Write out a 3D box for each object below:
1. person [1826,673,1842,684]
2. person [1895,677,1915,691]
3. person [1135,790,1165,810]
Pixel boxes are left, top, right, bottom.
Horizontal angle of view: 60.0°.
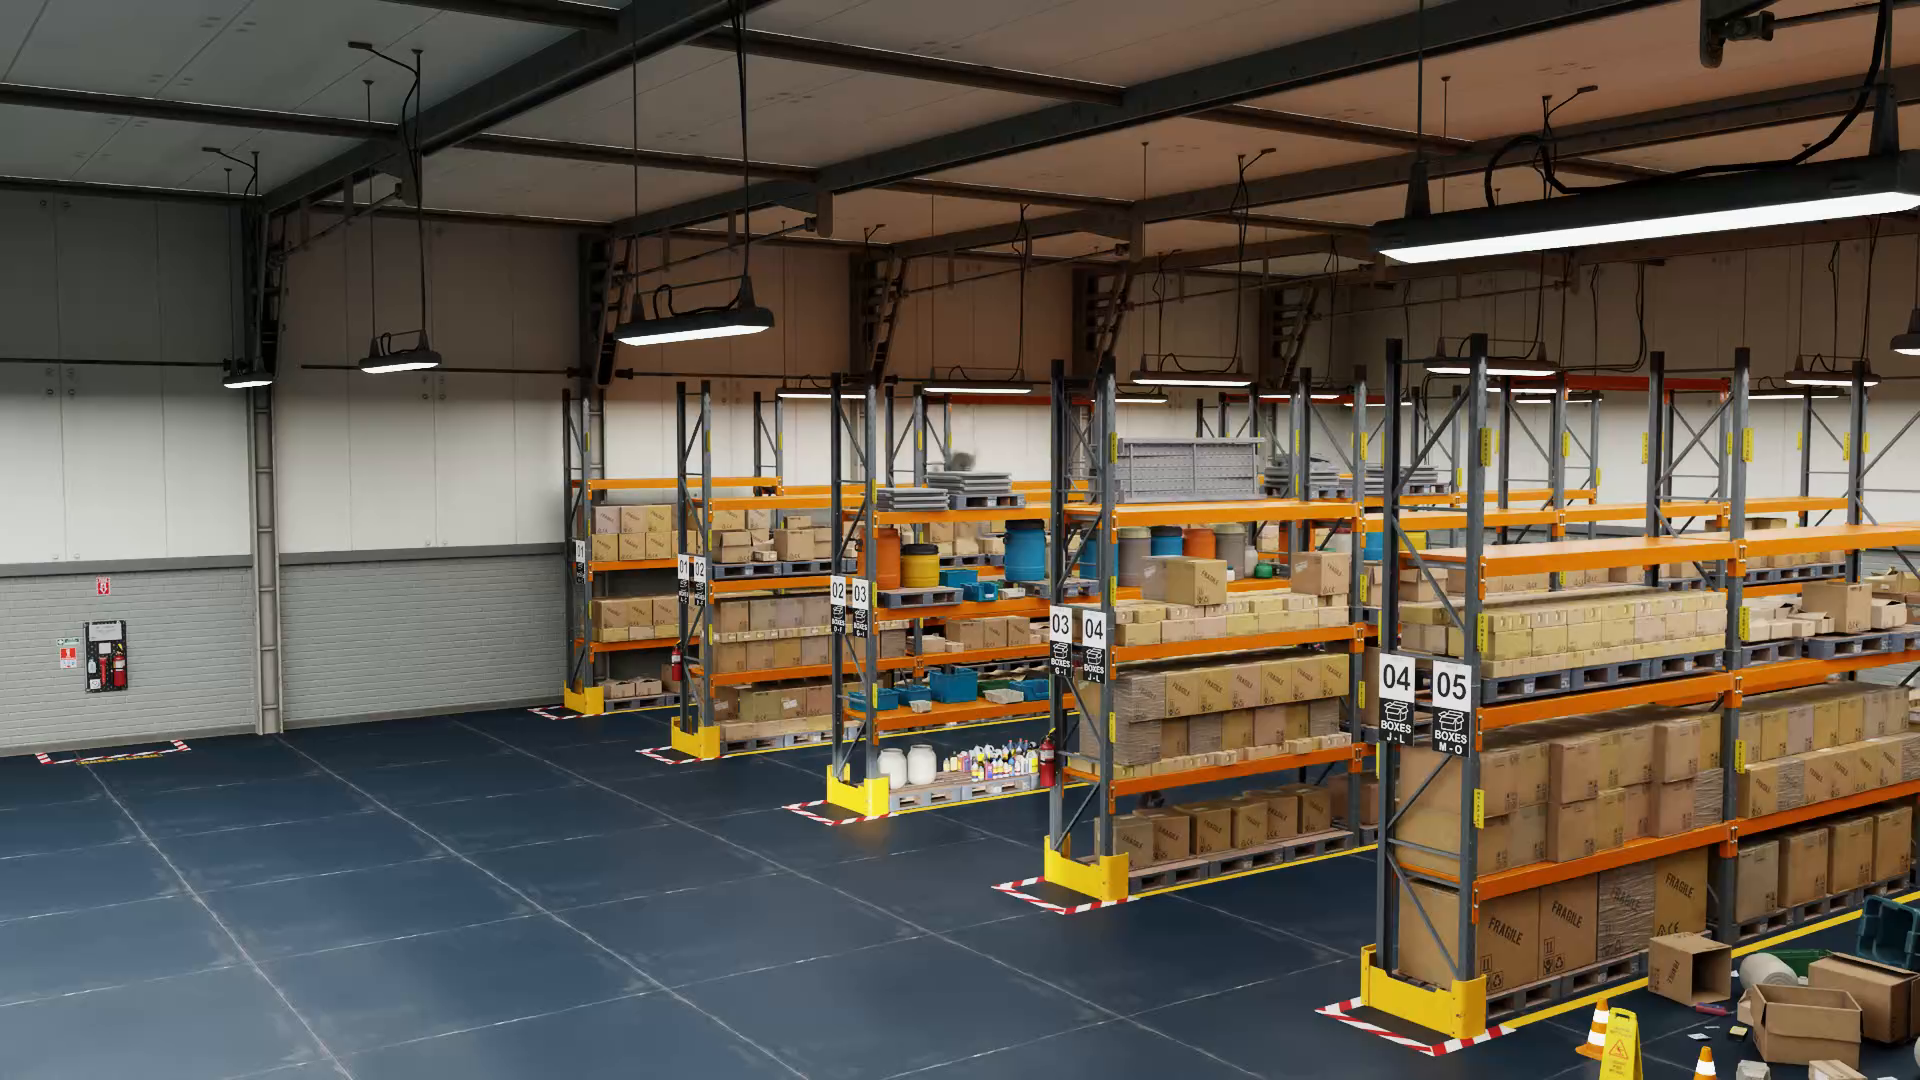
[{"bbox_3d":[12.851,2.757,24.499,0.882,1.700,0.617,-3,5,-43],"label":"person"},{"bbox_3d":[13.187,2.801,23.088,0.785,1.821,0.686,-2,4,-32],"label":"person"},{"bbox_3d":[2.462,2.867,21.992,0.657,1.724,0.950,3,5,42],"label":"person"}]
